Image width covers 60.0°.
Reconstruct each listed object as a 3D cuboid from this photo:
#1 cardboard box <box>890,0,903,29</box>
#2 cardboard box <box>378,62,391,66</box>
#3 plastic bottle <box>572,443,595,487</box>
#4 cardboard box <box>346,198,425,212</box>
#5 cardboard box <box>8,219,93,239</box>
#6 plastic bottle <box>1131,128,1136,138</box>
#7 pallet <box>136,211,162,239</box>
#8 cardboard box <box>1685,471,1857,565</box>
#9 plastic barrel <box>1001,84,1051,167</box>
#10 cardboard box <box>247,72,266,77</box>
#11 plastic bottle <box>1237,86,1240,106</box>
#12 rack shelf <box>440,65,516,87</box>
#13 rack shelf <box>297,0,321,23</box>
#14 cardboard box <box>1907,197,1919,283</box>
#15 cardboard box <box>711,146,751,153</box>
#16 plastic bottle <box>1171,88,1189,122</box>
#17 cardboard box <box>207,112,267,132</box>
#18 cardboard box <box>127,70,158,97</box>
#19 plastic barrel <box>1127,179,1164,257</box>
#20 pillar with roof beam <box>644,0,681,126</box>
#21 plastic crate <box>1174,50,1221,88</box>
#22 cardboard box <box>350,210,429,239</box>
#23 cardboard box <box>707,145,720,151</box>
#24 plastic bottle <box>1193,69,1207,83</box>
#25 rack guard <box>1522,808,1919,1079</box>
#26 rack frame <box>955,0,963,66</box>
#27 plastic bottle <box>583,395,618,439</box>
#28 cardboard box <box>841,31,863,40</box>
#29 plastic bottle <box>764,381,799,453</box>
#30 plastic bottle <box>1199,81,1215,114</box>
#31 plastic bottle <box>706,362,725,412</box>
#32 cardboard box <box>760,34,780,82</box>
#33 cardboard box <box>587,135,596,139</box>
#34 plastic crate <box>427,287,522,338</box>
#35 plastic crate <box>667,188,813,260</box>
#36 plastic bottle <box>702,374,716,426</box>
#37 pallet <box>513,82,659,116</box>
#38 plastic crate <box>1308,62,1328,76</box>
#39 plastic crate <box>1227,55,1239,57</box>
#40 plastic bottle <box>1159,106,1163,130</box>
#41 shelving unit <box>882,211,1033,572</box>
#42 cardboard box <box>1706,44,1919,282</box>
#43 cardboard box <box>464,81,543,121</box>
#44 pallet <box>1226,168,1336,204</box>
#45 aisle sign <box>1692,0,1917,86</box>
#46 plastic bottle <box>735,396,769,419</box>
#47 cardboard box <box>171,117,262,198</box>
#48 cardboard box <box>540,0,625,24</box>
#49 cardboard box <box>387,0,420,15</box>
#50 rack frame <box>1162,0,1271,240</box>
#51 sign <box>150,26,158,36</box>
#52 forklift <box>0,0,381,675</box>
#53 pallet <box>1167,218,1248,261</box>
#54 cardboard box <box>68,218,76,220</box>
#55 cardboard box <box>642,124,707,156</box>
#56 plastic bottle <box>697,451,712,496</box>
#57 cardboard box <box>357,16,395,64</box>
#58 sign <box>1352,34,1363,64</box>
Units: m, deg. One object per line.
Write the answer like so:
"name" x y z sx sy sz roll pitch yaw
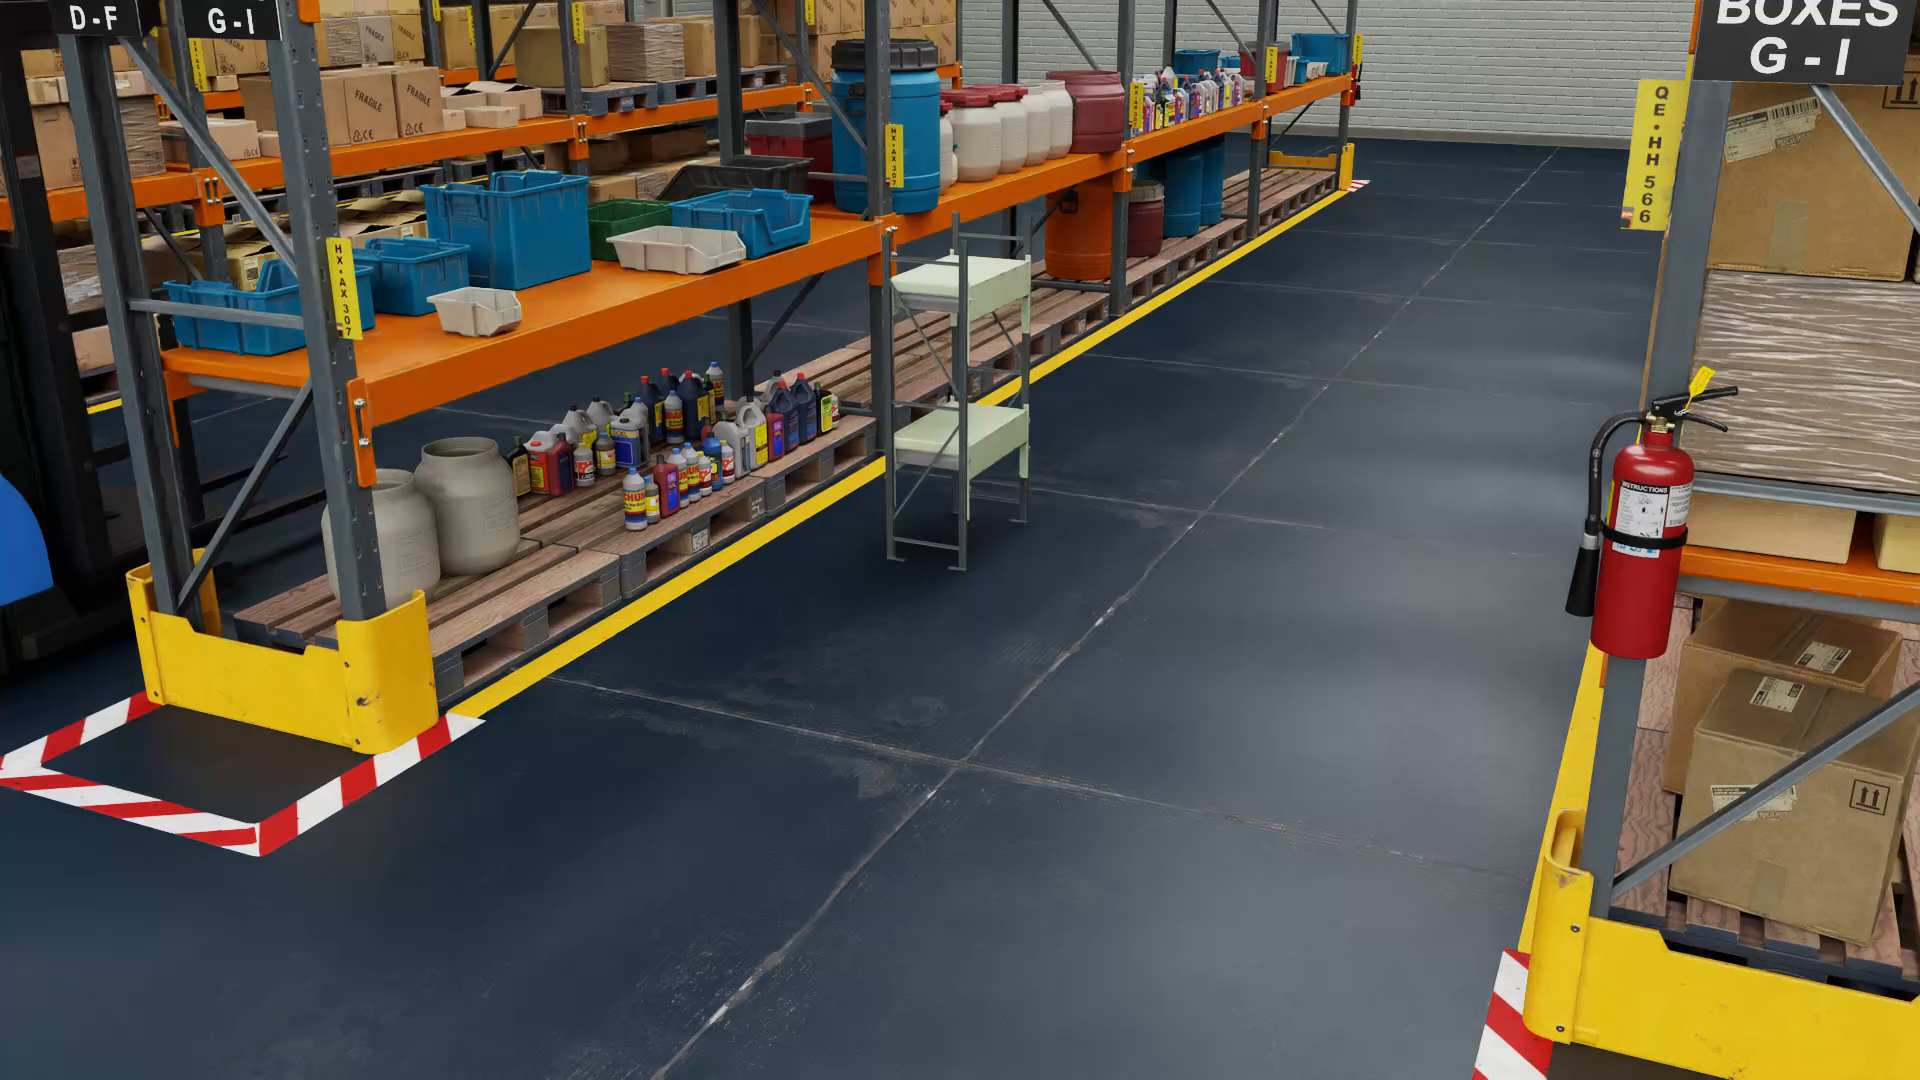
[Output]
"cardboard box" -1.003 -6.201 19.286 0.500 0.500 0.500 9 22 24
"cardboard box" -6.715 -5.378 18.960 0.380 0.149 0.250 9 22 24
"plastic bottle" -1.823 -0.370 8.051 0.097 0.201 0.097 0 20 0
"cardboard box" -4.624 -2.611 13.473 0.500 0.311 0.500 8 21 21
"cardboard box" -5.837 -1.815 10.955 0.500 0.500 0.500 9 21 23
"plastic bottle" 1.266 -3.230 12.760 0.152 0.276 0.135 9 21 23
"pallet" -8.566 -3.007 16.110 1.003 0.211 1.213 9 21 23
"cardboard box" 1.965 -0.072 4.071 0.380 0.149 0.250 9 21 23
"plastic barrel" 0.395 -2.781 11.144 0.421 0.512 0.421 0 20 0
"cardboard box" -7.512 -4.840 17.446 0.380 0.149 0.250 9 21 24
"plastic bottle" 2.543 -4.126 15.389 0.097 0.201 0.097 0 20 0
"rack shelf" -5.787 -6.055 21.592 1.077 0.370 4.000 9 21 23
"rack shelf" -1.663 -2.441 6.952 1.077 0.370 4.000 9 21 23
"cardboard box" 2.511 -0.864 3.838 0.500 0.500 0.500 9 21 23
"cardboard box" -2.236 -3.793 17.233 0.500 0.500 0.500 9 21 23
"plastic bottle" 1.834 -3.654 13.952 0.152 0.276 0.135 9 21 23
"cardboard box" -5.169 -2.889 11.817 0.396 0.266 0.258 8 21 21
"cardboard box" -5.277 -2.899 10.526 0.380 0.149 0.250 9 21 23
"plastic barrel" 1.441 -2.759 14.223 0.600 0.588 0.708 9 21 23
"pillar with roof beam" -0.724 -10.185 23.179 9.100 9.000 0.400 9 21 23
"plastic crate" 2.312 -4.634 16.455 0.392 0.384 0.575 9 21 23
"cardboard box" -4.337 -2.387 12.845 0.500 0.311 0.500 9 22 24
"cardboard box" -2.714 -3.855 17.405 0.500 0.500 0.500 9 21 23
"plastic bottle" 2.147 -4.037 14.919 0.144 0.351 0.185 9 21 23
"rack guard" 2.068 1.079 4.188 1.175 0.500 0.348 9 21 23
"rack frame" -0.448 -6.327 21.283 1.000 3.000 0.127 9 21 23
"plastic bottle" -1.804 -0.559 8.362 0.144 0.351 0.185 8 21 22
"cardboard box" -1.421 -5.427 18.602 0.500 0.500 0.500 9 21 24
"plastic bottle" -0.923 -0.642 8.594 0.144 0.351 0.185 7 21 20
"plastic bottle" 2.154 -3.893 14.624 0.152 0.276 0.135 9 21 23
"plastic bottle" -1.374 -0.862 9.332 0.097 0.271 0.097 0 20 0
"cardboard box" -2.115 -5.339 18.356 0.500 0.500 0.500 9 21 24
"cardboard box" -5.369 -5.645 22.469 0.700 0.500 0.500 8 21 23
"plastic crate" -1.822 -0.860 6.304 0.298 0.136 0.250 9 21 23
"plastic crate" -1.049 -1.532 8.022 0.499 0.251 0.616 9 21 23
"plastic bottle" -1.384 -0.751 9.001 0.061 0.283 0.133 9 21 23
"pallet" -3.510 -4.008 15.048 1.213 0.211 1.003 9 21 23
"plastic crate" 3.901 -5.276 18.632 0.396 0.136 0.243 9 21 23
"plastic crate" 3.129 -5.163 18.169 0.416 0.233 0.300 9 21 23
"plastic bottle" 1.583 -3.409 13.374 0.097 0.201 0.097 0 20 0
"shelving unit" -0.003 -0.705 7.712 0.431 1.500 0.755 9 21 23
"cardboard box" 2.037 -0.936 4.038 0.500 0.500 0.500 9 21 23
"cardboard box" -3.912 -3.734 14.125 0.500 0.311 0.500 10 22 26
"pallet" 3.697 -4.085 19.142 1.003 0.211 1.213 9 21 23
"aisle sign" 1.738 -1.322 3.331 0.394 0.787 0.004 9 21 23
"plastic bottle" -1.069 -0.619 8.642 0.152 0.276 0.135 9 21 23
"cardboard box" -7.823 -3.952 17.185 0.750 0.750 0.750 8 21 22
"cardboard box" -5.168 -6.989 22.698 0.980 0.700 0.700 10 22 25
"cardboard box" -6.564 -6.155 19.057 0.500 0.250 0.500 9 22 24
"rack frame" 2.432 -4.423 15.930 1.000 3.000 0.127 9 21 23
"sign" -7.745 -4.997 15.932 0.100 0.325 0.005 9 21 23
"forklift" -3.828 -1.114 6.728 1.130 2.935 3.031 9 21 23
"pallet" 2.078 -2.879 15.750 1.003 0.211 1.213 9 21 23
"cardboard box" -8.809 -3.221 15.622 0.700 0.500 0.500 9 21 23
"cardboard box" -2.915 -4.067 16.882 0.500 0.250 0.500 9 21 23
"plastic bottle" -1.233 -0.321 7.914 0.097 0.201 0.097 0 20 0
"cardboard box" -6.765 -5.646 18.746 0.500 0.500 0.500 9 21 23
"sign" 4.579 -5.652 19.143 0.100 0.325 0.005 9 21 23
